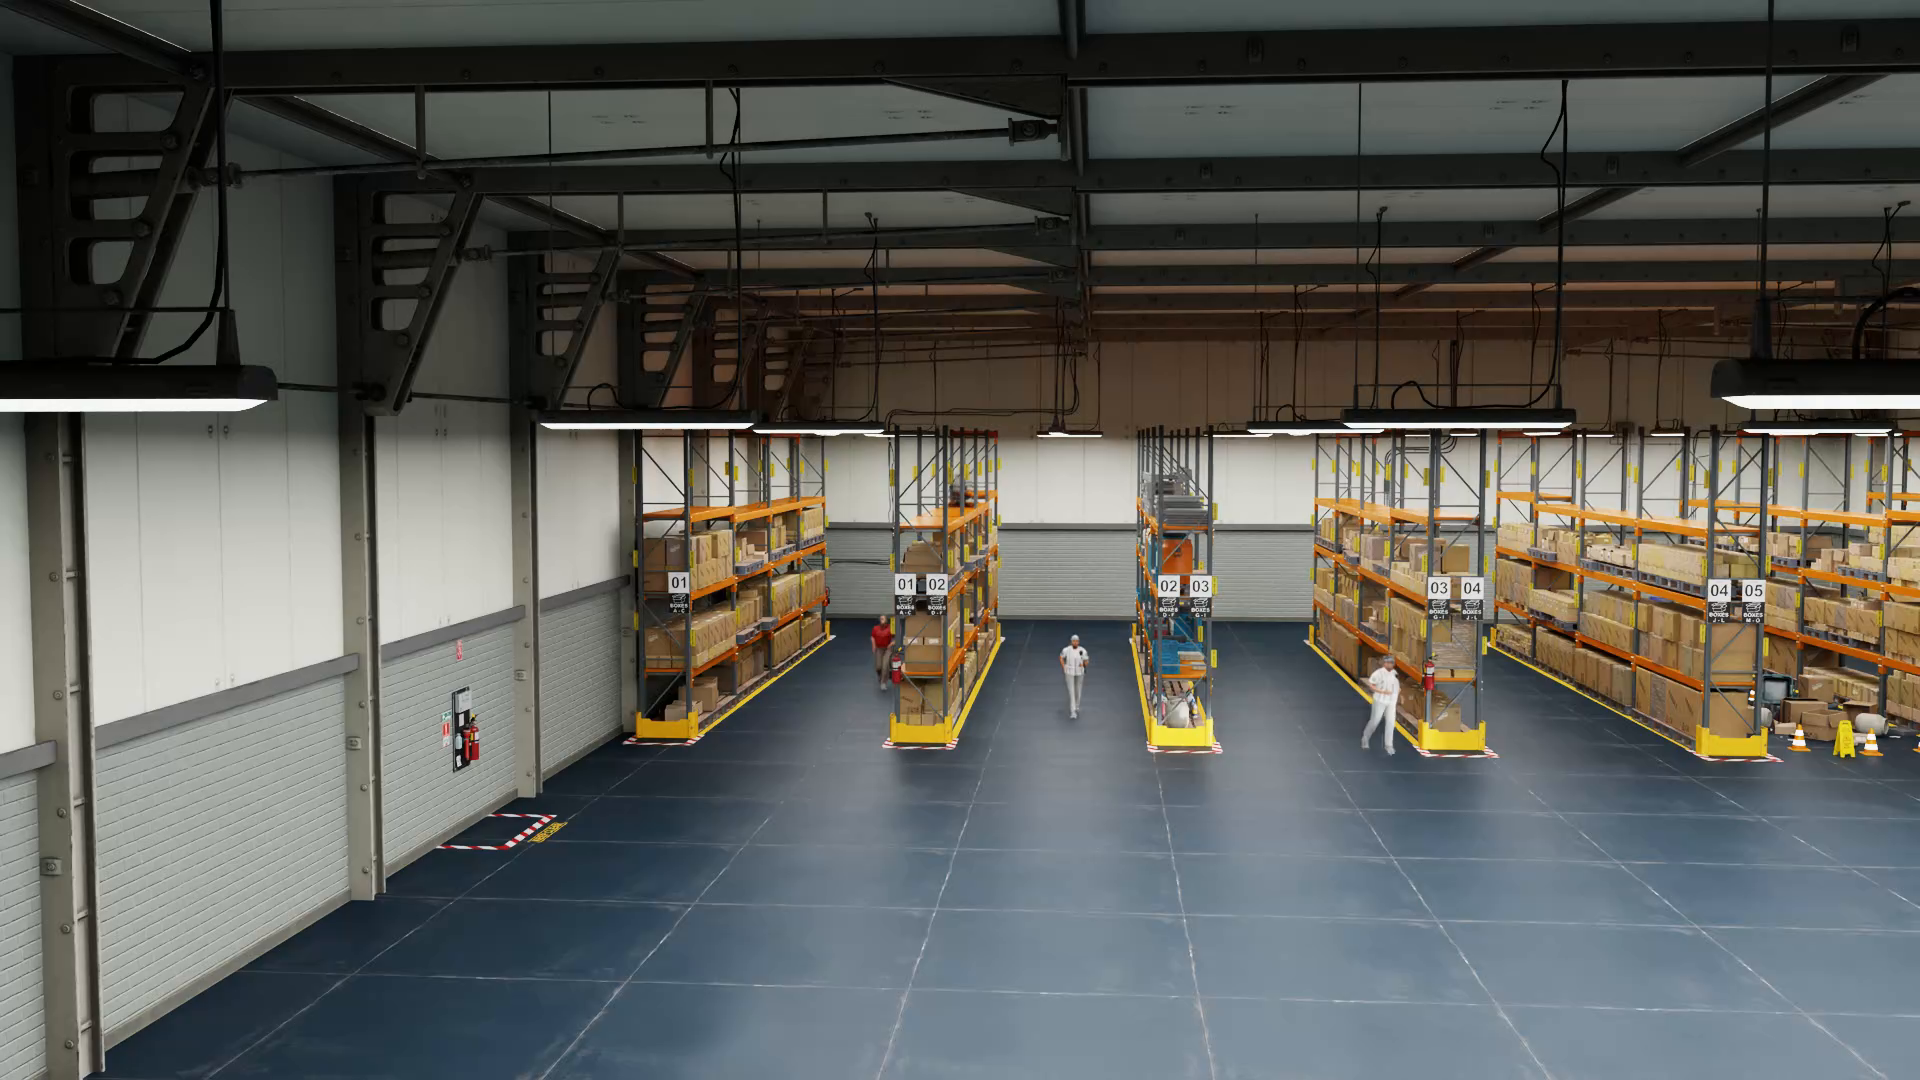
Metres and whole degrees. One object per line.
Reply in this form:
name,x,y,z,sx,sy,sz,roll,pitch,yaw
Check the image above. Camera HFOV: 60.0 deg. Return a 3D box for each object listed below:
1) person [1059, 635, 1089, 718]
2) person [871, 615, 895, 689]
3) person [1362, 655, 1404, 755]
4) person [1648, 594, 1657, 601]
person,2.388,2.817,34.574,0.603,1.692,0.781,0,3,-4
person,-1.746,2.577,38.365,0.653,1.700,0.647,0,3,8
person,7.843,2.987,30.516,0.728,1.765,0.890,-1,4,-17
person,19.647,2.094,47.271,0.524,1.579,0.616,1,3,11
